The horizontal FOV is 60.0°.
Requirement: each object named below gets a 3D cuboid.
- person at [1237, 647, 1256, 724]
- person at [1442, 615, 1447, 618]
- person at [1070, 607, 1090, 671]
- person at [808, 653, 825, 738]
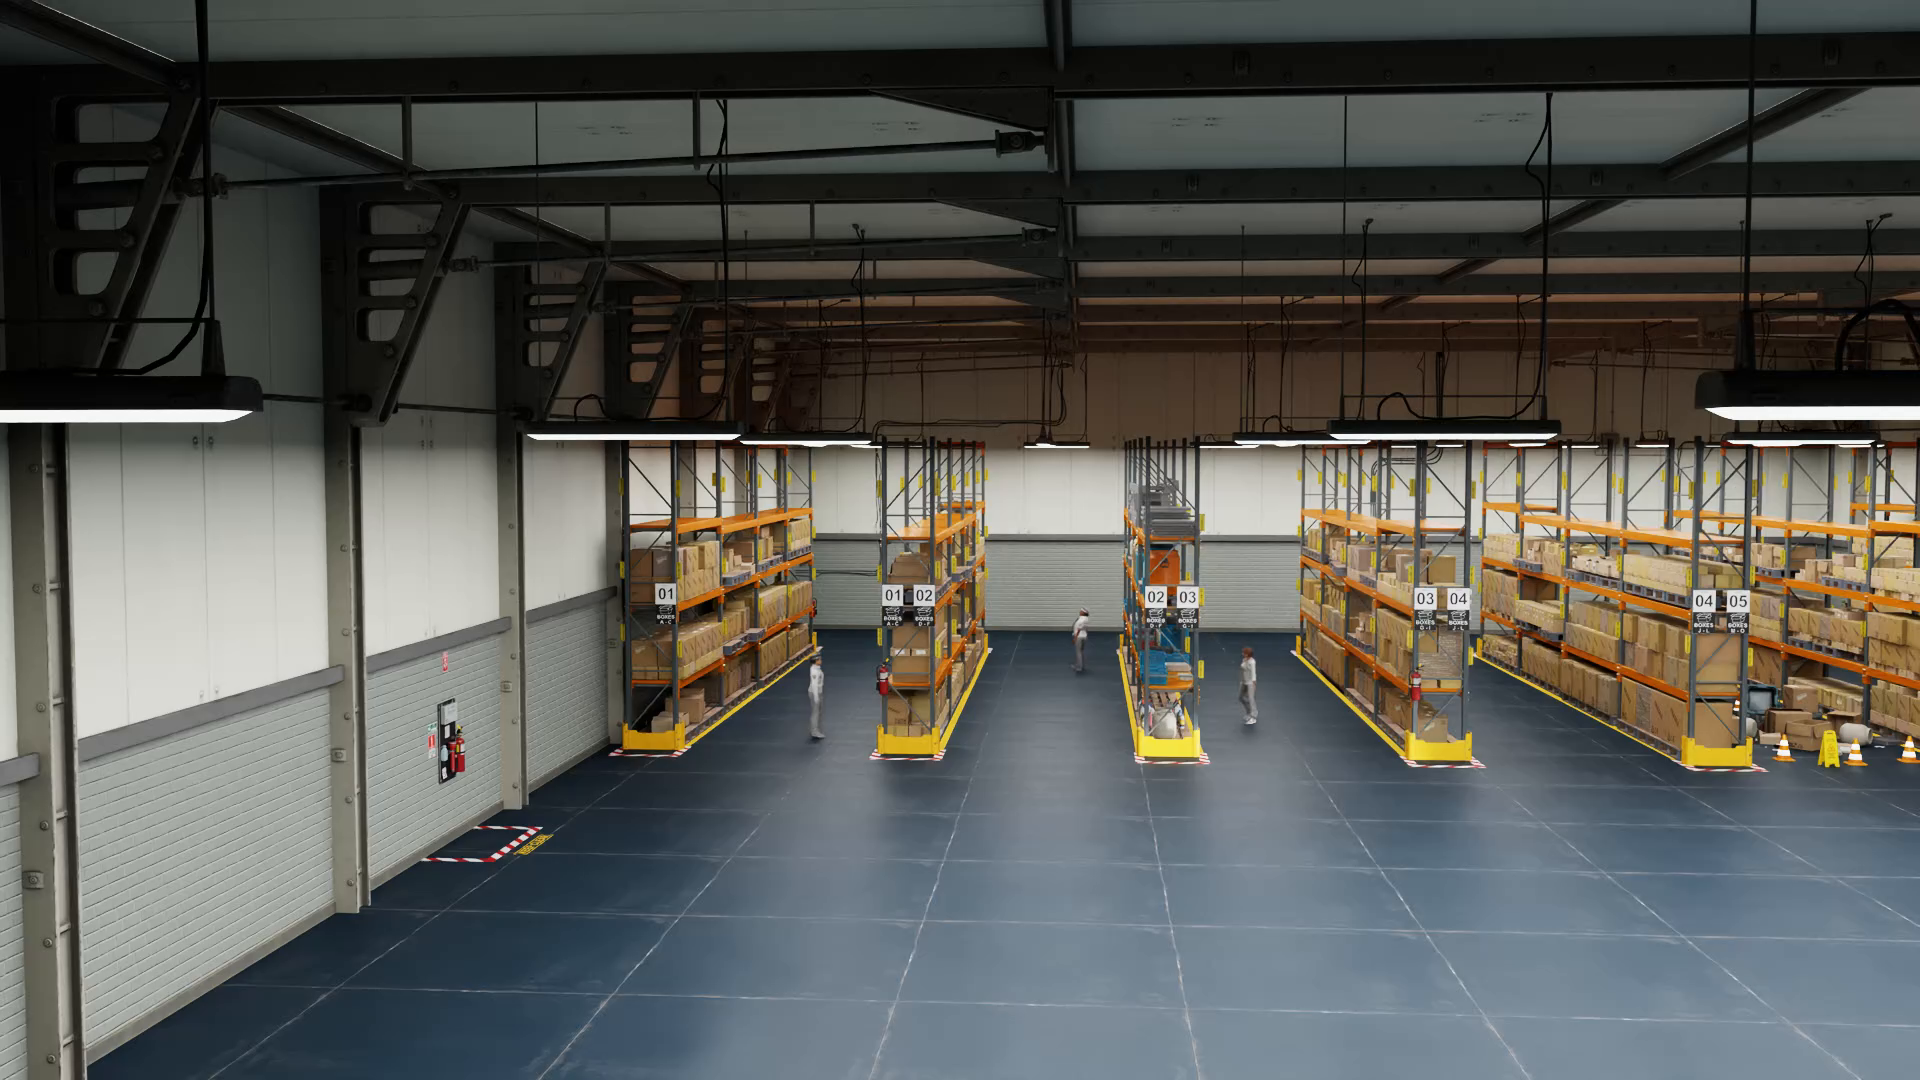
[{"bbox_3d":[6.076,3.038,34.964,0.366,1.603,0.478,-1,3,-19],"label":"person"},{"bbox_3d":[13.913,2.315,47.177,0.807,1.750,0.518,-1,3,-23],"label":"person"},{"bbox_3d":[3.079,2.565,43.537,0.653,1.690,0.465,2,4,38],"label":"person"},{"bbox_3d":[-2.880,3.144,33.398,0.334,1.750,0.560,0,3,0],"label":"person"}]
